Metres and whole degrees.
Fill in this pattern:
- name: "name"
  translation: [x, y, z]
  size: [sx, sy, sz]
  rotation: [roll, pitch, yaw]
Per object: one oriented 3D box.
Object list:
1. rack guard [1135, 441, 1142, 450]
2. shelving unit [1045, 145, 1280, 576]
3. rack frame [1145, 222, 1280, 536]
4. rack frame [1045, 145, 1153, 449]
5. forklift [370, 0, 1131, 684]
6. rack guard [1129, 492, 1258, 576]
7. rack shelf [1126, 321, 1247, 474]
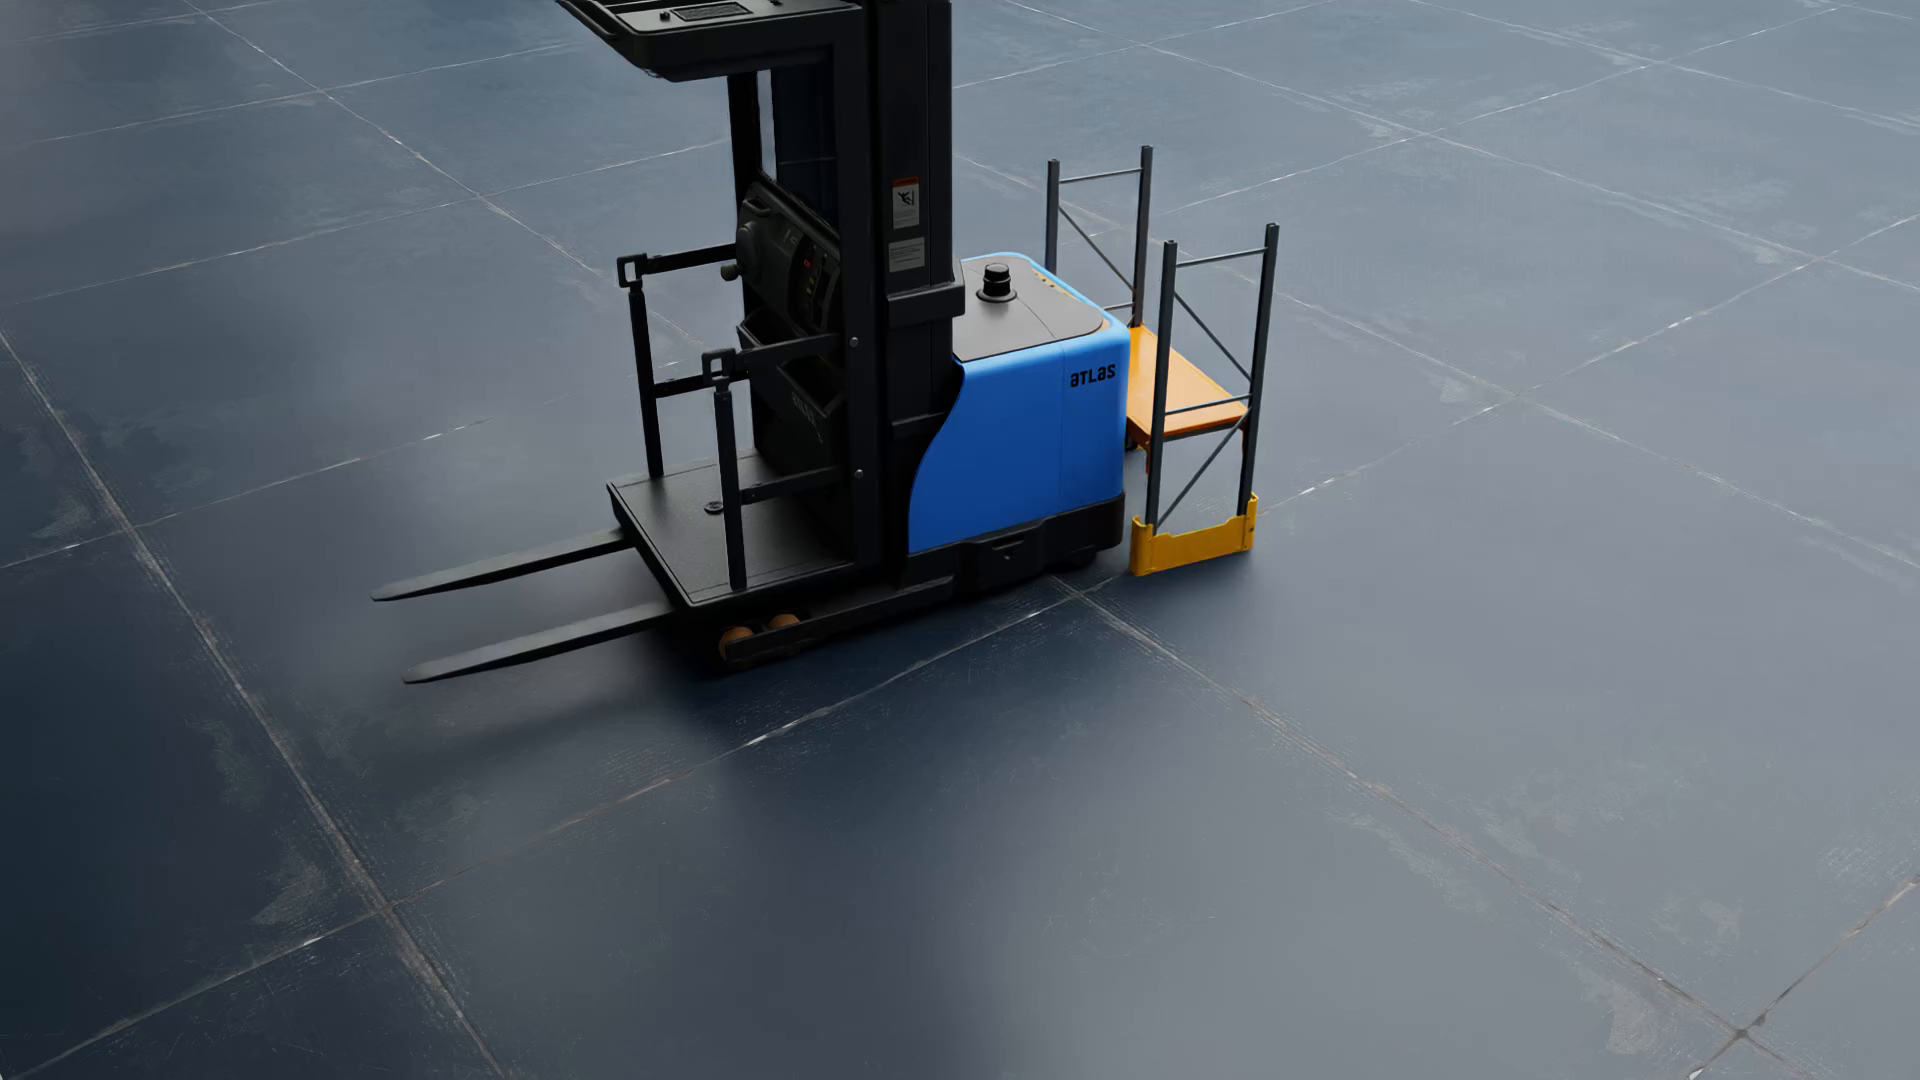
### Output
- name: "rack guard"
  translation: [0.613, -0.512, 7.945]
  size: [0.587, 0.250, 0.087]
  rotation: [-13, 34, -20]
- name: "shelving unit"
  translation: [0.810, -0.802, 7.226]
  size: [0.587, 1.500, 1.083]
  rotation: [-13, 34, -20]
- name: "rack frame"
  translation: [1.015, -0.551, 6.823]
  size: [0.500, 1.500, 0.032]
  rotation: [-13, 34, -20]
- name: "rack frame"
  translation: [0.613, -1.044, 7.616]
  size: [0.500, 1.500, 0.032]
  rotation: [-13, 34, -20]
- name: "forklift"
  translation: [-0.841, -1.054, 6.276]
  size: [3.031, 2.935, 1.130]
  rotation: [-15, 35, -23]
- name: "rack guard"
  translation: [1.007, -0.030, 7.167]
  size: [0.587, 0.250, 0.087]
  rotation: [-13, 34, -20]
- name: "rack shelf"
  translation: [0.814, -0.645, 7.314]
  size: [0.538, 0.185, 1.000]
  rotation: [-13, 34, -20]
